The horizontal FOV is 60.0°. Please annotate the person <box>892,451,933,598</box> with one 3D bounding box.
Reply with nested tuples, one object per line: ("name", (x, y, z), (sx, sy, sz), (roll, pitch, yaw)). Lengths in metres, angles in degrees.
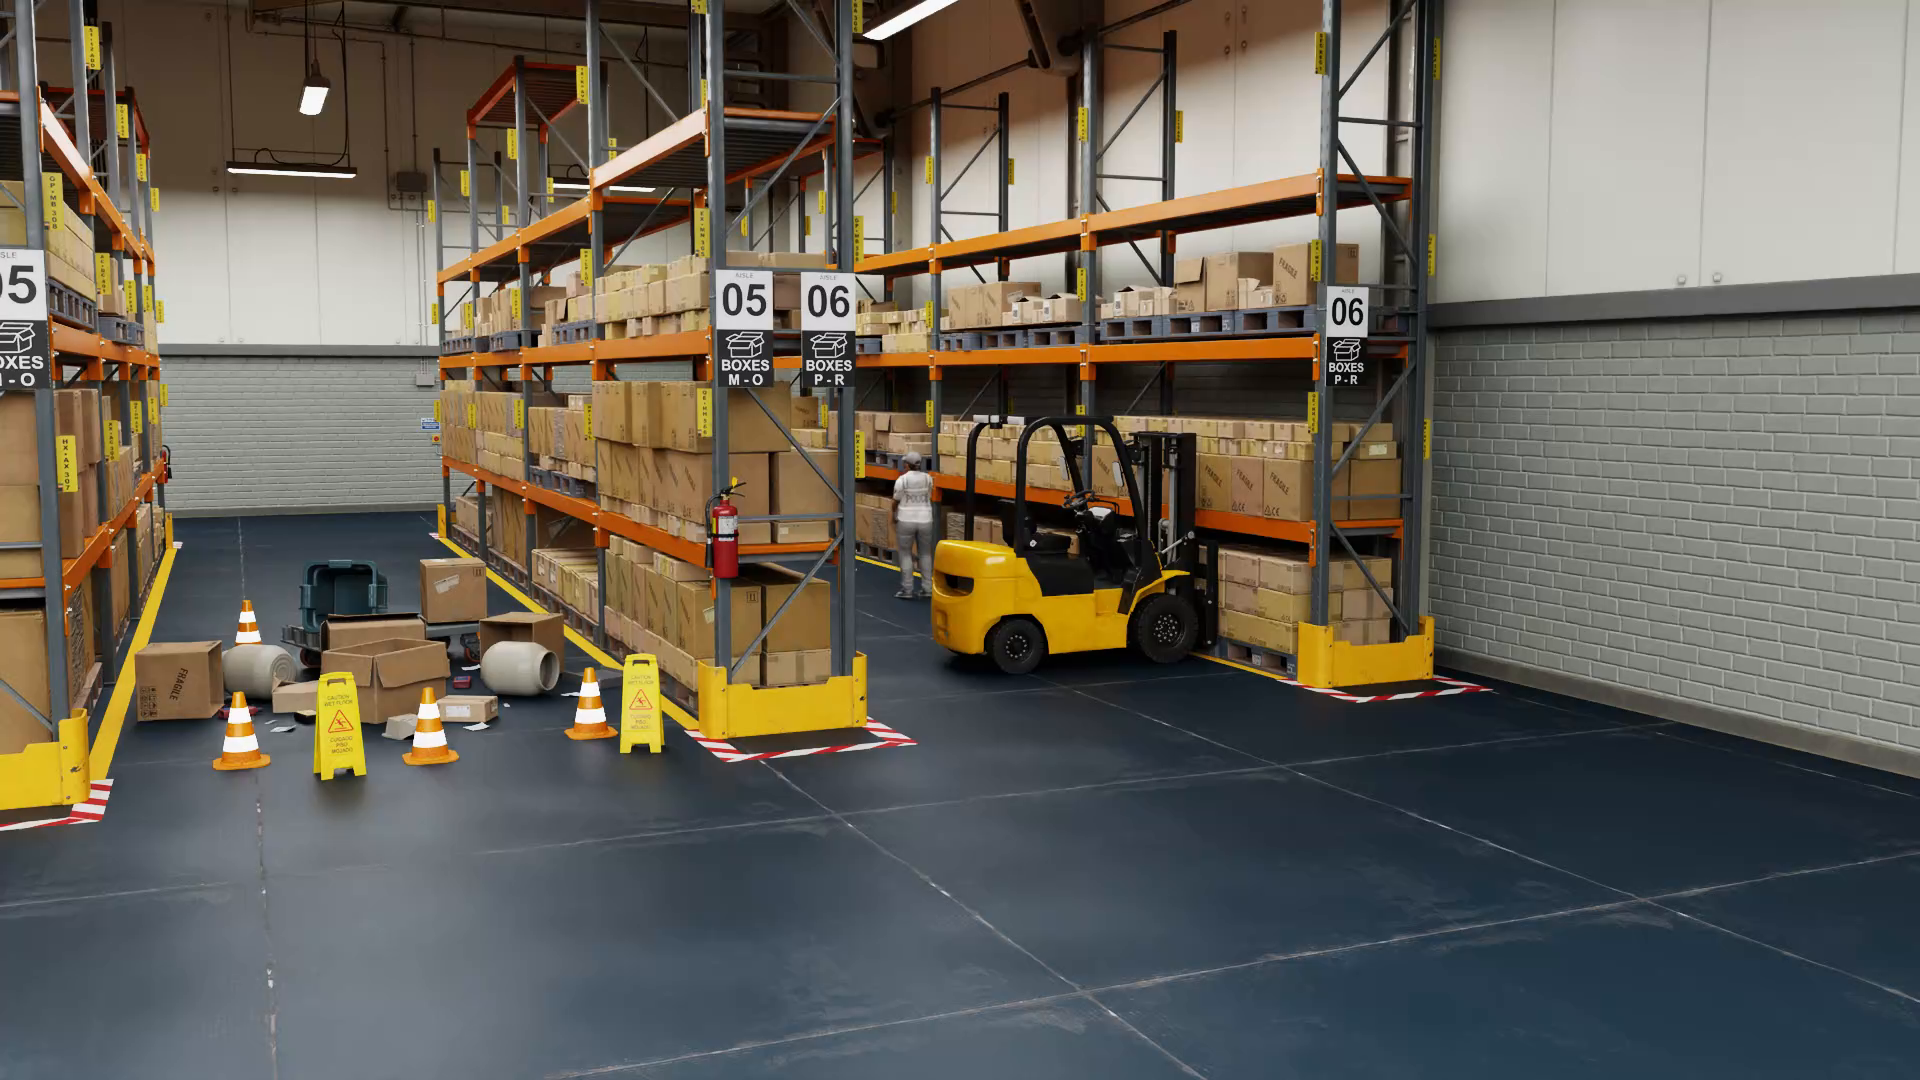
("person", (-0.536, -0.179, 18.826), (0.509, 1.670, 0.497), (-2, 6, -23))
